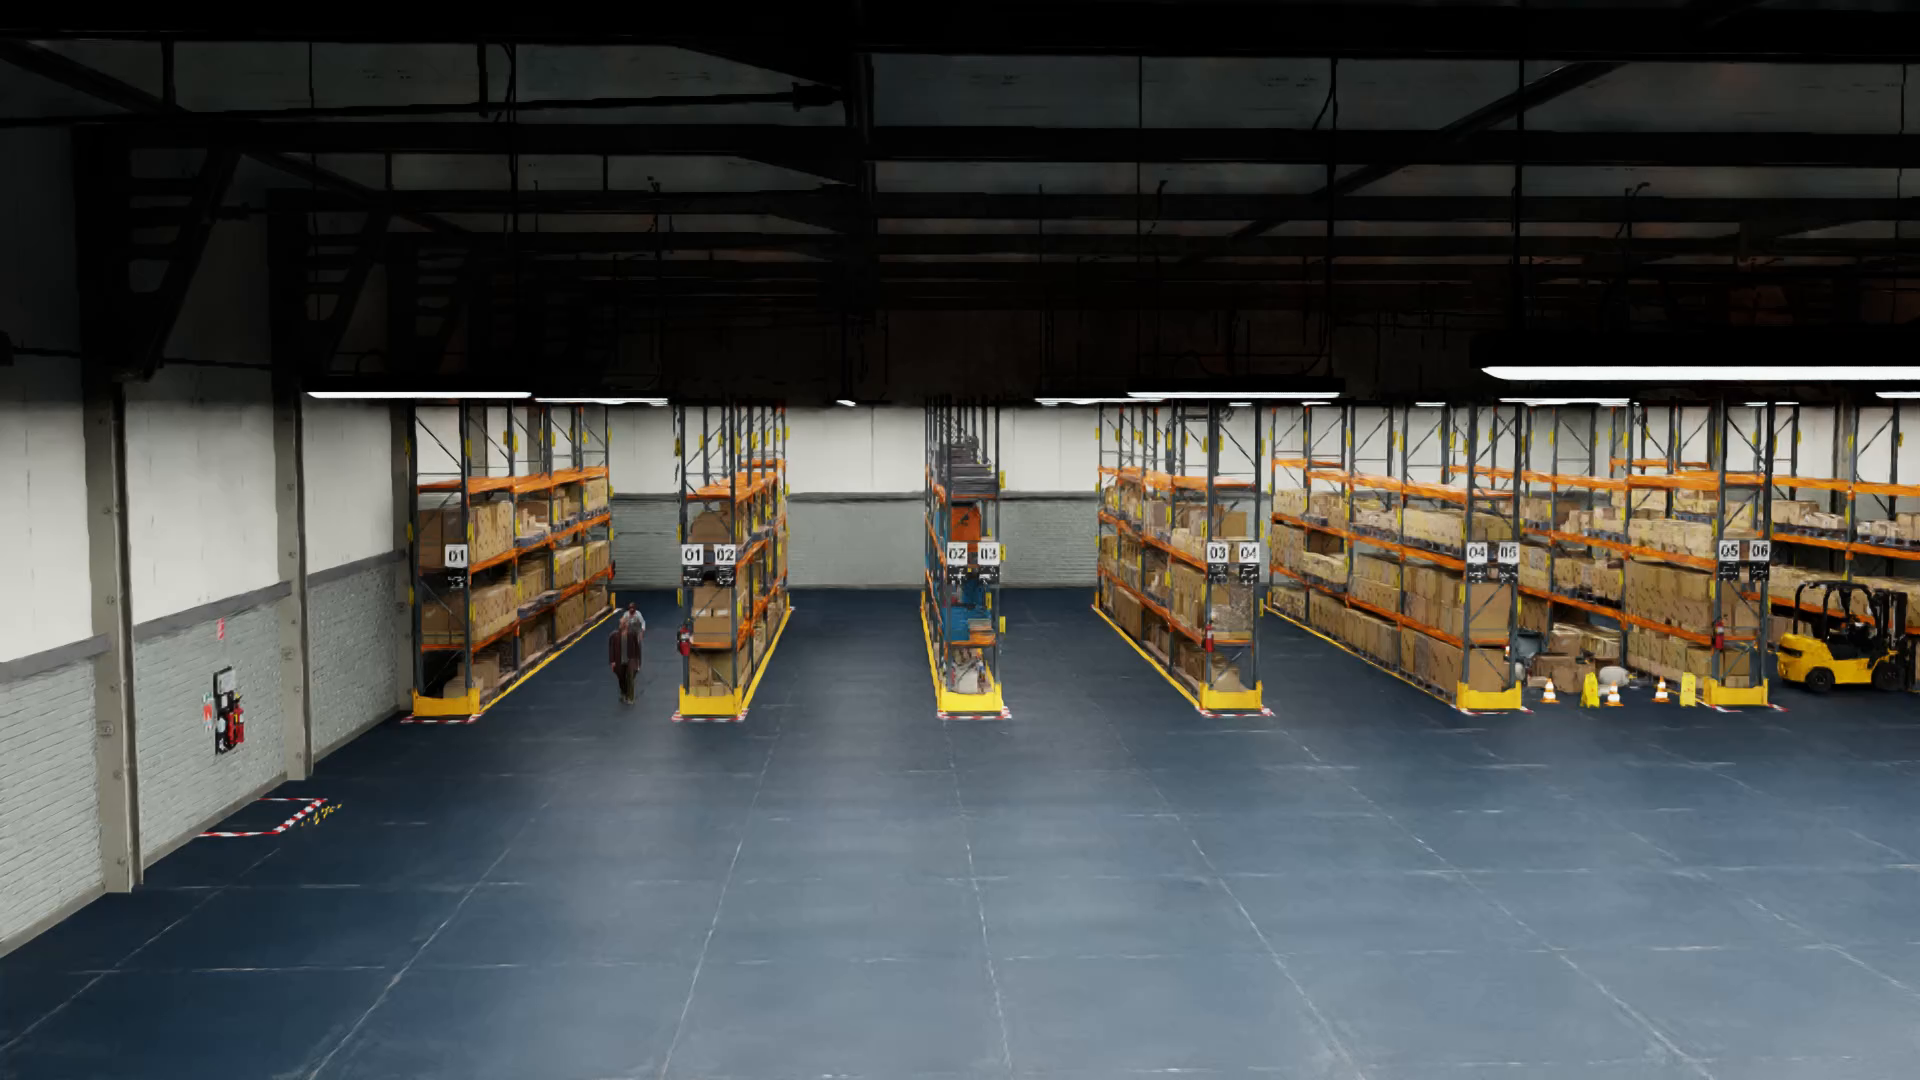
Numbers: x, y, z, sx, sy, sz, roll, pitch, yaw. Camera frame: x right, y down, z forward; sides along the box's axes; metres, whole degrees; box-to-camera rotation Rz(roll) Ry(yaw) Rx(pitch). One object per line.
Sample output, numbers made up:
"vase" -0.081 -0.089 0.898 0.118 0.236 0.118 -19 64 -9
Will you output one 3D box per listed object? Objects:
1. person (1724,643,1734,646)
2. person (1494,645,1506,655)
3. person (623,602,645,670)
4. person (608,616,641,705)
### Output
"person" 16.495 1.995 35.802 0.448 1.780 0.586 -3 5 -32
"person" 12.292 1.812 38.046 0.570 1.786 0.650 2 5 26
"person" -7.149 2.092 36.313 0.566 1.541 0.519 0 5 -6
"person" -6.495 2.311 32.135 0.592 1.695 1.186 0 5 -5
